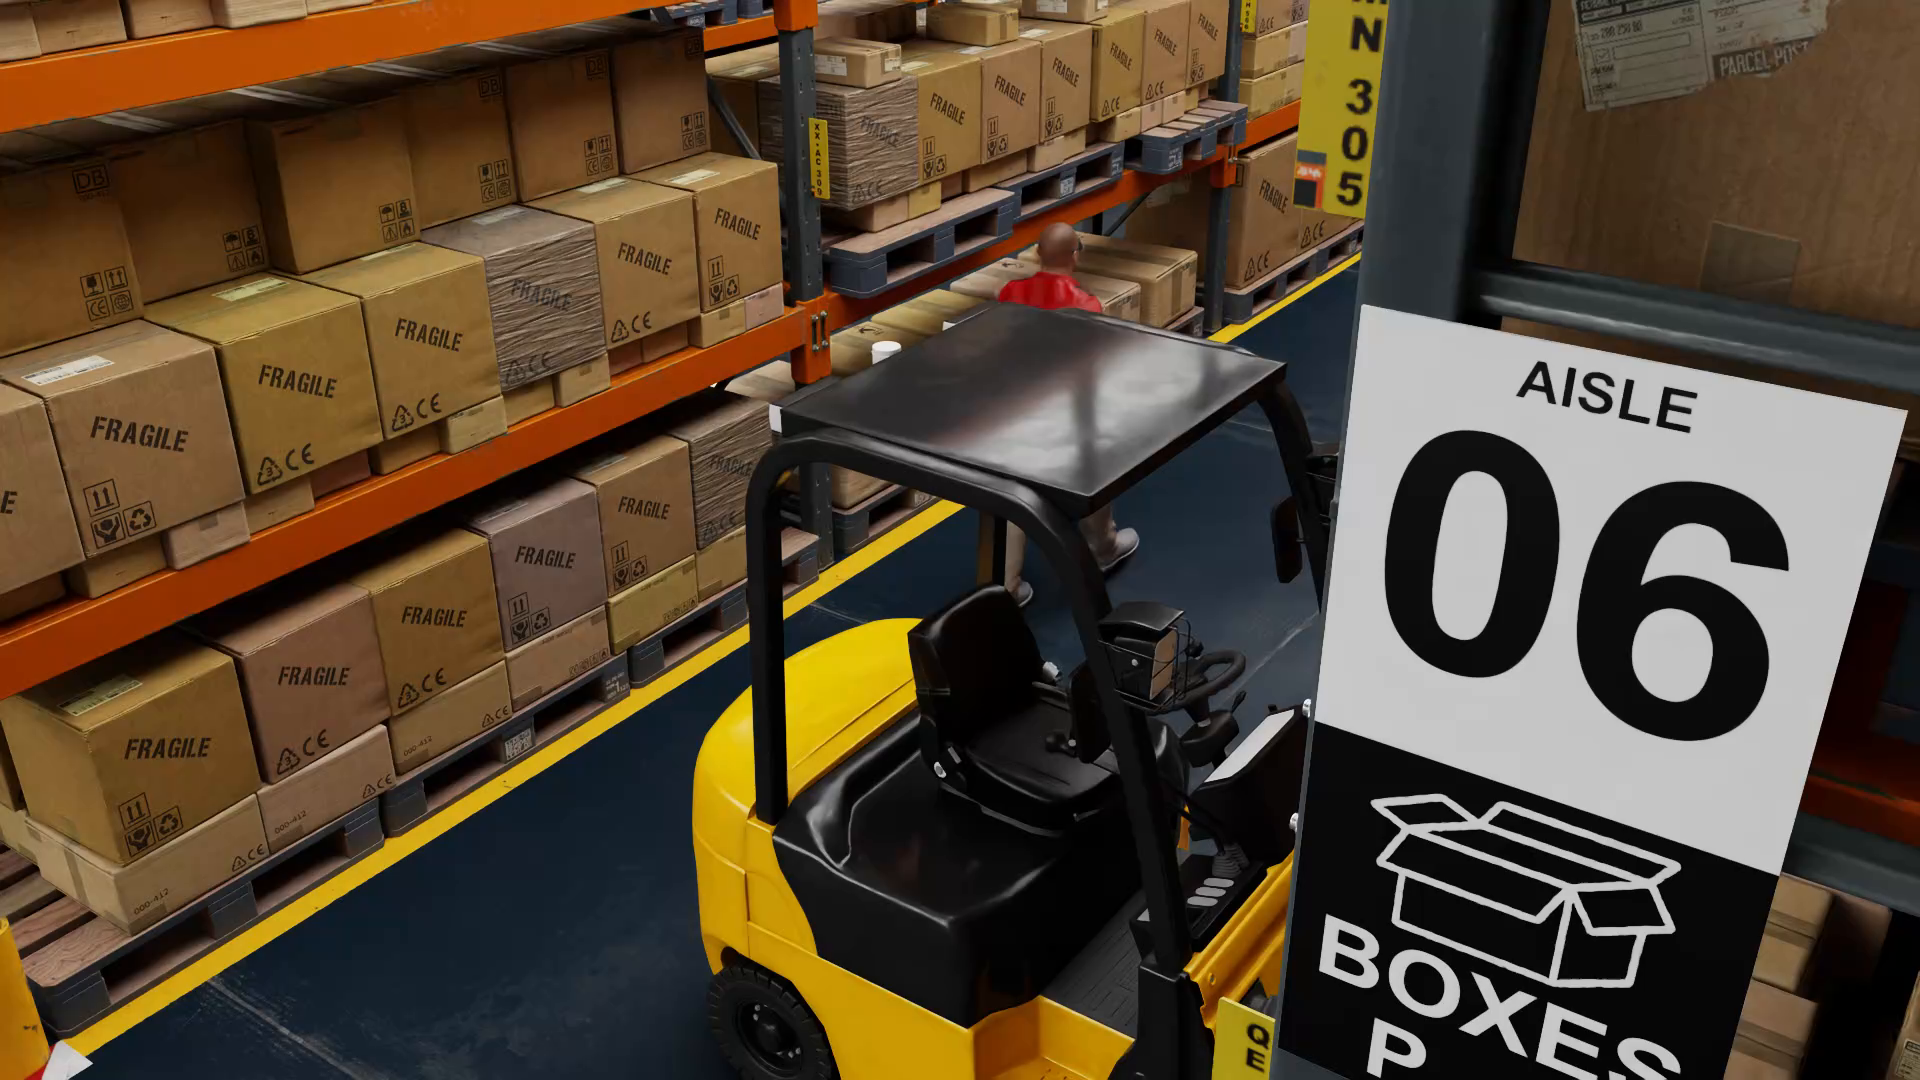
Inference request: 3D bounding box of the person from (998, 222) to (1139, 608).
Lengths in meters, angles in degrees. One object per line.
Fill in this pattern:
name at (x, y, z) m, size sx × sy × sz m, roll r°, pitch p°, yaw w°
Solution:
person at (0.425, -0.564, 7.250) m, size 0.542 × 1.688 × 0.944 m, roll 16°, pitch 31°, yaw 28°
